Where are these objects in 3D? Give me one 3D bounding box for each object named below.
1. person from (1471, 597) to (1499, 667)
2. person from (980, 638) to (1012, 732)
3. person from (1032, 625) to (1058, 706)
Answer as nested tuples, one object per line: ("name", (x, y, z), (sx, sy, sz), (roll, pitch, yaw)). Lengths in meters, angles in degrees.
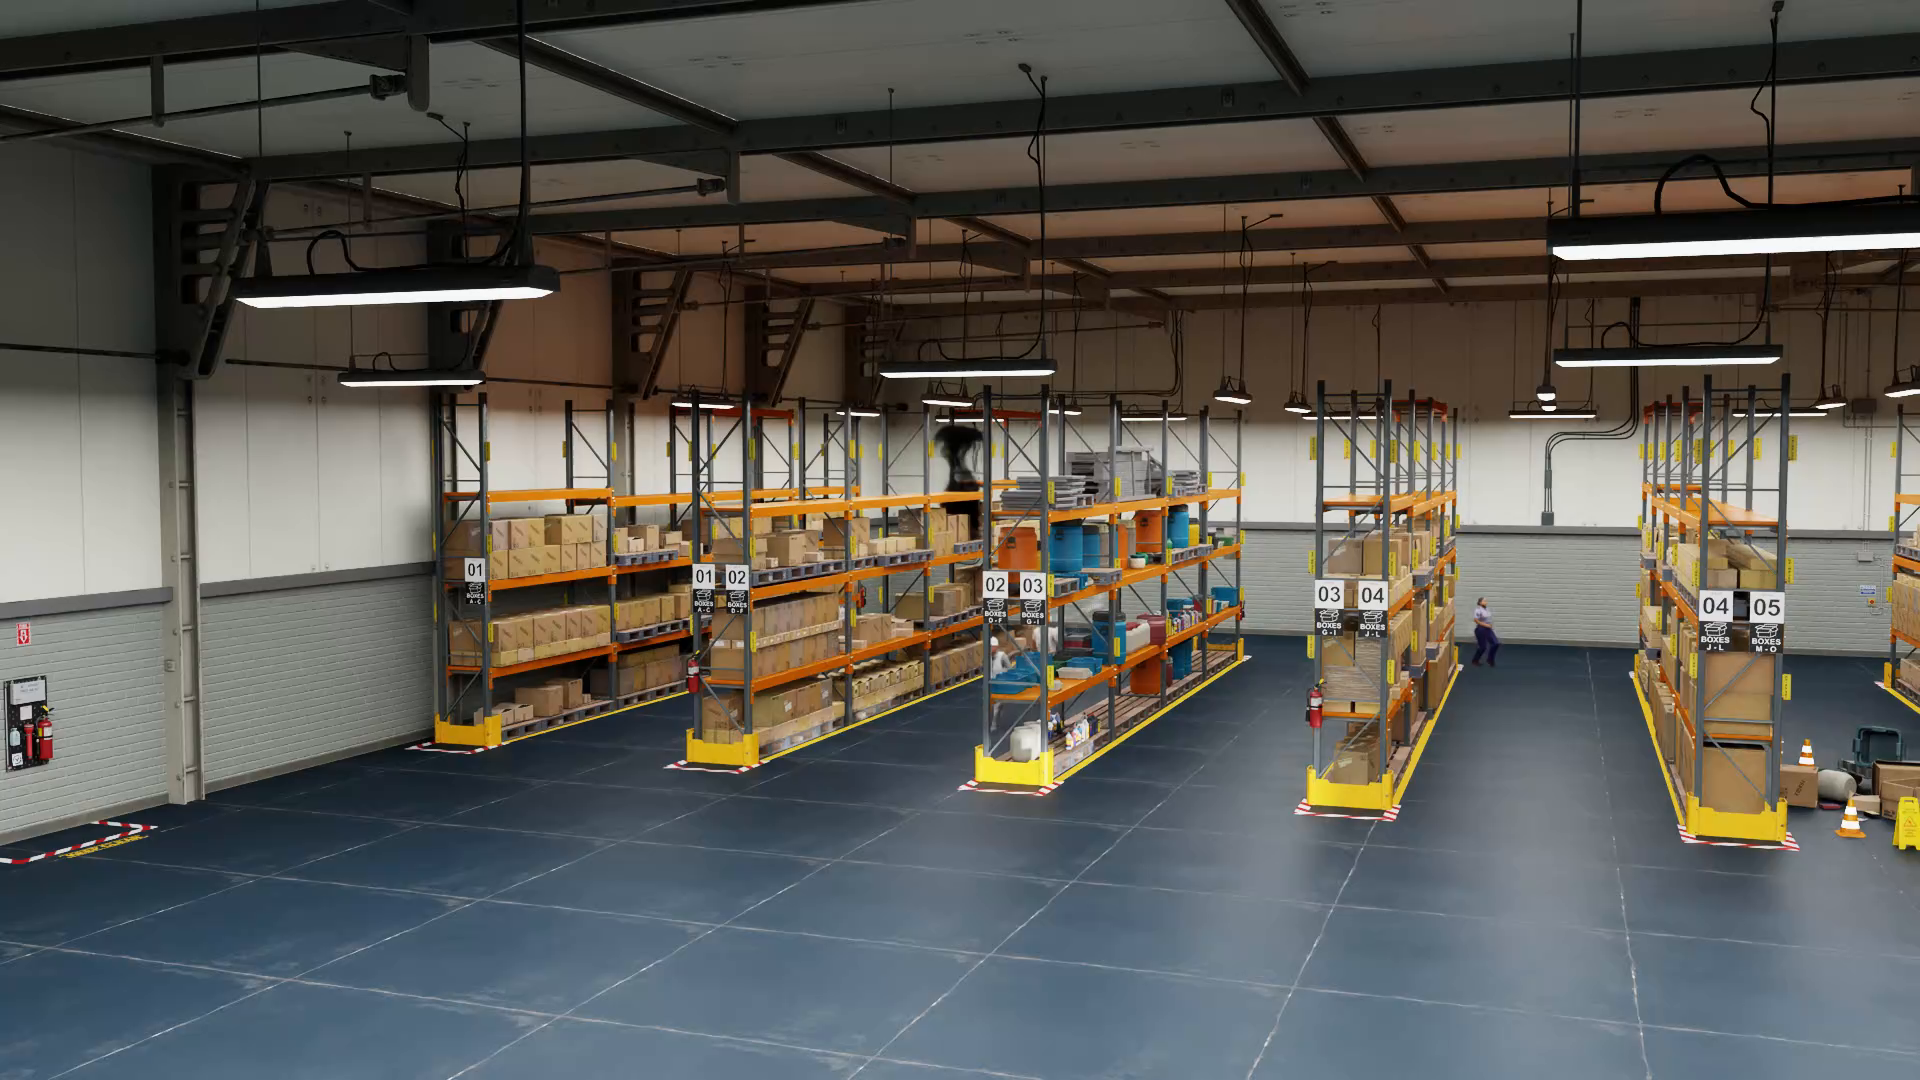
("person", (12.194, 2.163, 38.669), (0.646, 1.662, 0.597), (-3, 4, -42))
("person", (0.649, 2.581, 29.847), (0.650, 1.707, 0.756), (1, 3, 18))
("person", (1.756, 2.380, 33.239), (0.699, 1.754, 1.069), (1, 3, 23))
